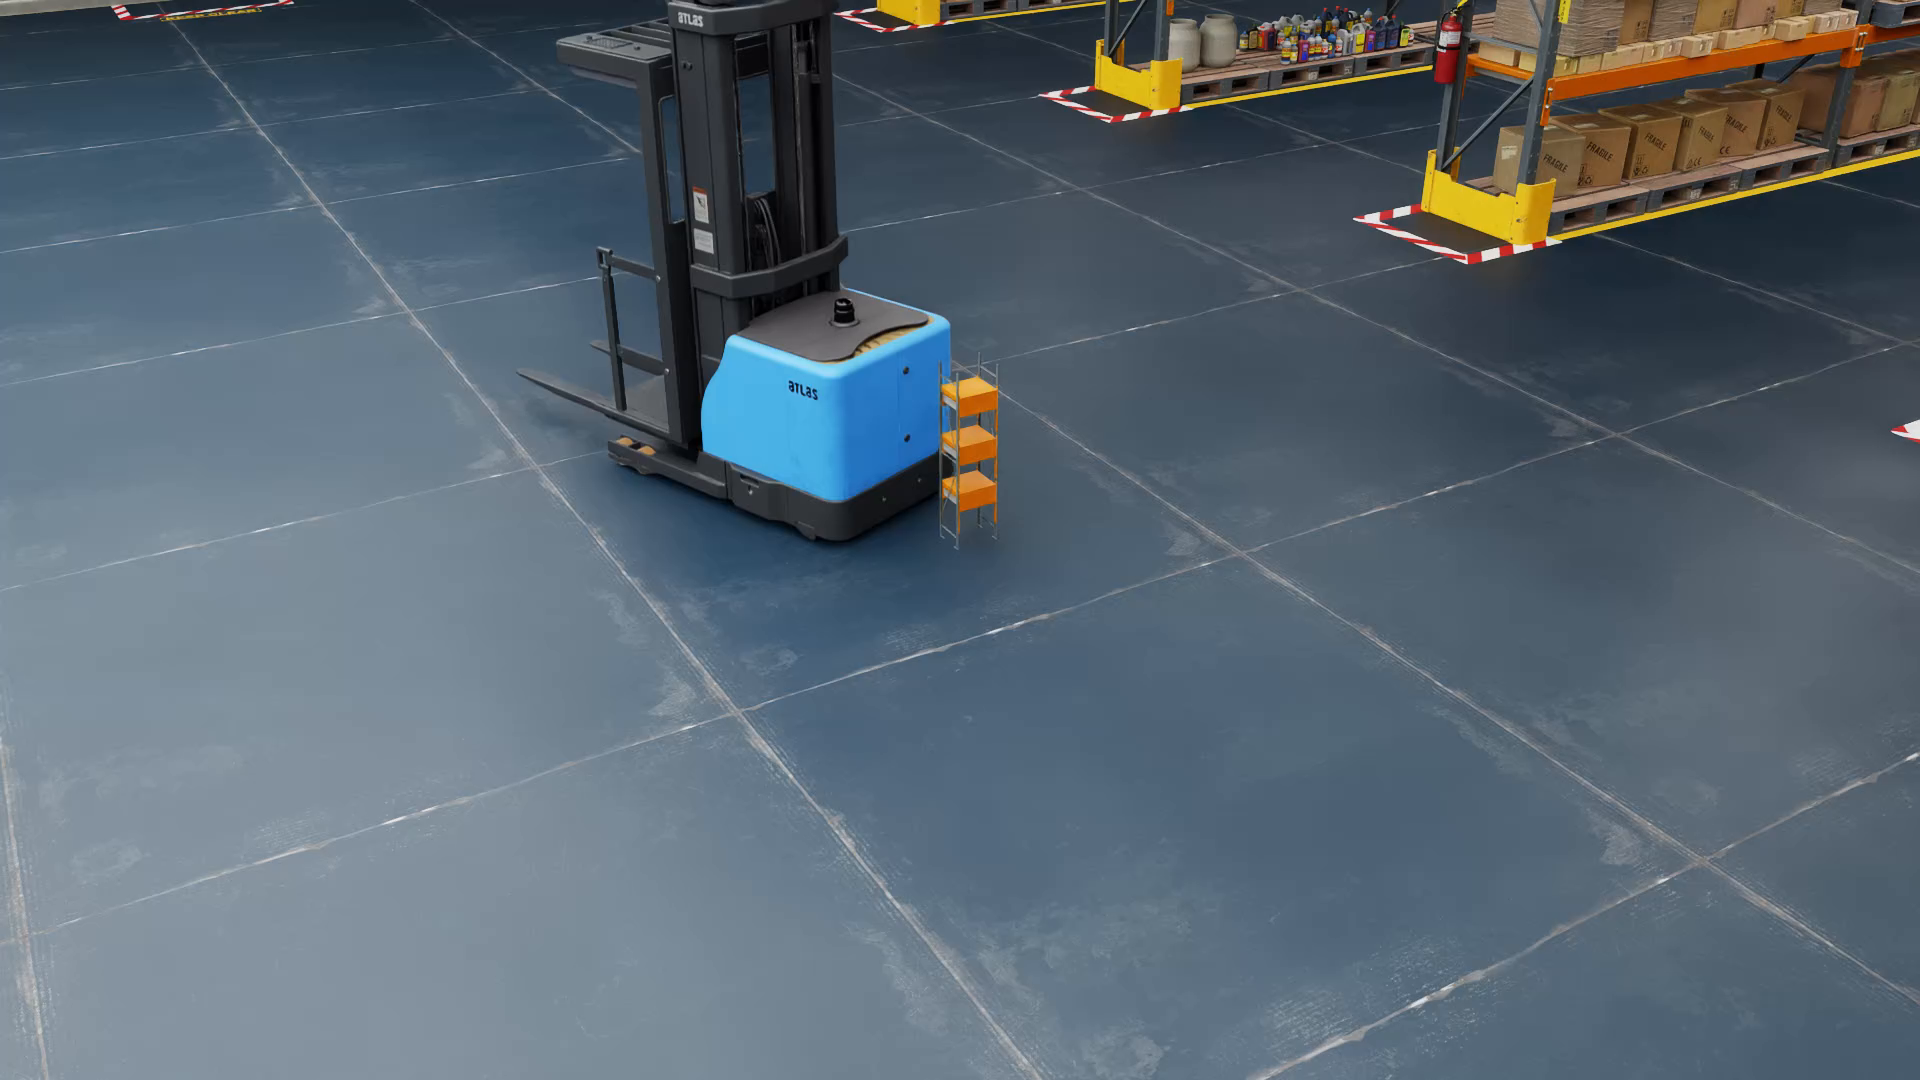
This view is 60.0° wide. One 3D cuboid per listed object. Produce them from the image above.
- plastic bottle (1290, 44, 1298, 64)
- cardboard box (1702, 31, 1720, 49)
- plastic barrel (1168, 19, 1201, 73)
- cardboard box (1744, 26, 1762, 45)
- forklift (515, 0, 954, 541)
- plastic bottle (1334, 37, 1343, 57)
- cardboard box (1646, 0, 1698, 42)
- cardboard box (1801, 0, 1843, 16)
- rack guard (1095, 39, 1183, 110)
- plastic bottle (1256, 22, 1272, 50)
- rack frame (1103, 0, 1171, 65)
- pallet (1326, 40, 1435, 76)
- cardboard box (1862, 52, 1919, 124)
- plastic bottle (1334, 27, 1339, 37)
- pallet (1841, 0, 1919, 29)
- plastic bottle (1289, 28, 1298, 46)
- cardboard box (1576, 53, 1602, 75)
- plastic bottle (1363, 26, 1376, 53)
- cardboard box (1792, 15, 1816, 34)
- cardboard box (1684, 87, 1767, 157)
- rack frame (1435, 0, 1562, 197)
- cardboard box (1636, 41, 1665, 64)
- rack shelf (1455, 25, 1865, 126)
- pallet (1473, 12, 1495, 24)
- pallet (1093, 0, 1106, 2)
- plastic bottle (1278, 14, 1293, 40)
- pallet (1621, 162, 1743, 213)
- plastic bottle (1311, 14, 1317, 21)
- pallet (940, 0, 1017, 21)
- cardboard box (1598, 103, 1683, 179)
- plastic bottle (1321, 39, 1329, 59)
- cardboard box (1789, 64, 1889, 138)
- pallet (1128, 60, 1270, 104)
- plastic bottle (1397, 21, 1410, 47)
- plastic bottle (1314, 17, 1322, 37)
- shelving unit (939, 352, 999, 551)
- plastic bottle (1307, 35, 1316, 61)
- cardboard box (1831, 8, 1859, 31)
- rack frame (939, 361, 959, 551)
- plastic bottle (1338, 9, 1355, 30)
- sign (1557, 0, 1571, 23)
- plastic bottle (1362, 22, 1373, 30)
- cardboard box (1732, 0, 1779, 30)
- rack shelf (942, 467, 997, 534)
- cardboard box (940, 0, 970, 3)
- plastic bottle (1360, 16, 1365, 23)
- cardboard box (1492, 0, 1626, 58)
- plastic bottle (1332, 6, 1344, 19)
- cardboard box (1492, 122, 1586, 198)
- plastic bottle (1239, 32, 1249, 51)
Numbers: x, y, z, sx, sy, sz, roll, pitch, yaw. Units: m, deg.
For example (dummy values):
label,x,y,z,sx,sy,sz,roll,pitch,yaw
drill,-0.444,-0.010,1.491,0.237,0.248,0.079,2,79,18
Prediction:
label,x,y,z,sx,sy,sz,roll,pitch,yaw
plastic bottle,3.665,-5.352,18.284,0.097,0.201,0.097,0,29,0
cardboard box,6.221,-4.285,14.171,0.250,0.149,0.380,-16,33,-26
plastic barrel,2.384,-5.332,17.948,0.421,0.512,0.421,0,29,0
cardboard box,6.674,-4.390,14.361,0.250,0.149,0.380,-16,33,-26
forklift,-1.500,-1.851,9.571,3.031,2.935,1.130,21,35,34
plastic bottle,4.220,-5.509,18.569,0.097,0.201,0.097,0,29,0
cardboard box,5.676,-4.556,13.989,0.500,0.500,0.875,-16,33,-26
cardboard box,7.394,-5.050,14.885,0.500,0.500,0.875,-16,33,-26
rack guard,1.897,-4.989,17.772,0.348,0.500,1.175,-16,33,-26
plastic bottle,3.447,-5.727,18.887,0.135,0.276,0.152,-16,33,-26
rack frame,1.855,-6.045,17.099,0.127,3.000,1.000,-16,33,-26
pallet,4.703,-5.656,19.281,1.213,0.211,1.003,-16,33,-26
cardboard box,9.256,-4.446,16.334,0.500,0.500,0.700,-19,34,-30
plastic bottle,4.254,-5.630,18.703,0.133,0.283,0.061,-16,33,-26
pallet,8.546,-5.003,15.410,1.213,0.211,1.003,-16,33,-26
plastic bottle,3.807,-5.731,18.972,0.097,0.201,0.097,0,29,0
cardboard box,4.956,-3.895,13.464,0.250,0.149,0.380,-16,33,-26
plastic bottle,4.610,-5.645,18.731,0.133,0.283,0.061,-14,32,-23
cardboard box,7.310,-4.582,14.709,0.250,0.149,0.380,-16,33,-26
cardboard box,6.958,-3.826,15.230,0.500,0.500,0.500,-6,29,-11
rack frame,4.364,-3.982,13.360,0.127,3.000,1.000,-16,33,-26
cardboard box,5.603,-4.078,13.795,0.250,0.149,0.380,-16,33,-26
rack shelf,6.089,-4.156,14.421,4.000,0.370,1.077,-16,33,-26
pallet,7.014,-6.312,20.469,1.213,0.211,1.003,-16,33,-26
pallet,2.091,-7.690,22.967,1.213,0.211,1.003,-16,33,-26
plastic bottle,3.708,-5.836,19.007,0.185,0.351,0.144,-14,32,-24
pallet,6.199,-3.260,14.939,1.213,0.211,1.003,-16,33,-26
plastic bottle,4.071,-5.933,19.253,0.133,0.283,0.061,-14,32,-24
pallet,-0.013,-7.093,21.884,1.213,0.211,1.003,-16,33,-26
cardboard box,5.958,-3.523,14.681,0.500,0.500,0.500,-13,31,-22
plastic bottle,4.043,-5.459,18.478,0.097,0.201,0.097,0,29,0
cardboard box,8.353,-4.200,15.888,0.500,0.500,0.700,-19,34,-30
pallet,2.600,-5.059,18.198,1.213,0.211,1.003,-16,33,-26
plastic bottle,5.056,-5.772,18.961,0.133,0.283,0.061,-14,32,-24
plastic bottle,4.127,-5.900,19.204,0.097,0.271,0.097,0,29,0
shelving unit,0.046,-0.473,9.020,0.252,1.050,0.215,-16,33,-26
plastic bottle,3.871,-5.441,18.373,0.097,0.271,0.097,0,29,0
cardboard box,7.776,-4.676,14.878,0.250,0.149,0.380,-16,33,-26
rack frame,-0.059,-0.443,8.966,0.008,1.050,0.200,-16,33,-26
plastic bottle,4.470,-5.972,19.253,0.185,0.351,0.144,-16,33,-26
sign,4.639,-4.135,12.742,0.005,0.325,0.100,-16,33,-26
plastic bottle,4.632,-5.755,18.937,0.135,0.276,0.152,-16,33,-26
cardboard box,6.565,-4.778,14.392,0.500,0.500,0.875,-16,33,-26
rack shelf,0.046,-0.220,9.159,0.240,0.259,0.215,-16,33,-26
cardboard box,-0.076,-7.128,21.473,0.500,0.250,0.500,-16,33,-26
plastic bottle,4.719,-6.071,19.588,0.097,0.201,0.097,0,29,0
cardboard box,4.852,-4.279,13.487,0.500,0.500,0.875,-16,33,-26
plastic bottle,4.397,-6.032,19.362,0.185,0.351,0.144,-15,32,-25
cardboard box,4.911,-3.217,14.127,0.500,0.500,0.500,-10,30,-17
plastic bottle,3.216,-5.645,18.814,0.097,0.201,0.097,0,29,0
